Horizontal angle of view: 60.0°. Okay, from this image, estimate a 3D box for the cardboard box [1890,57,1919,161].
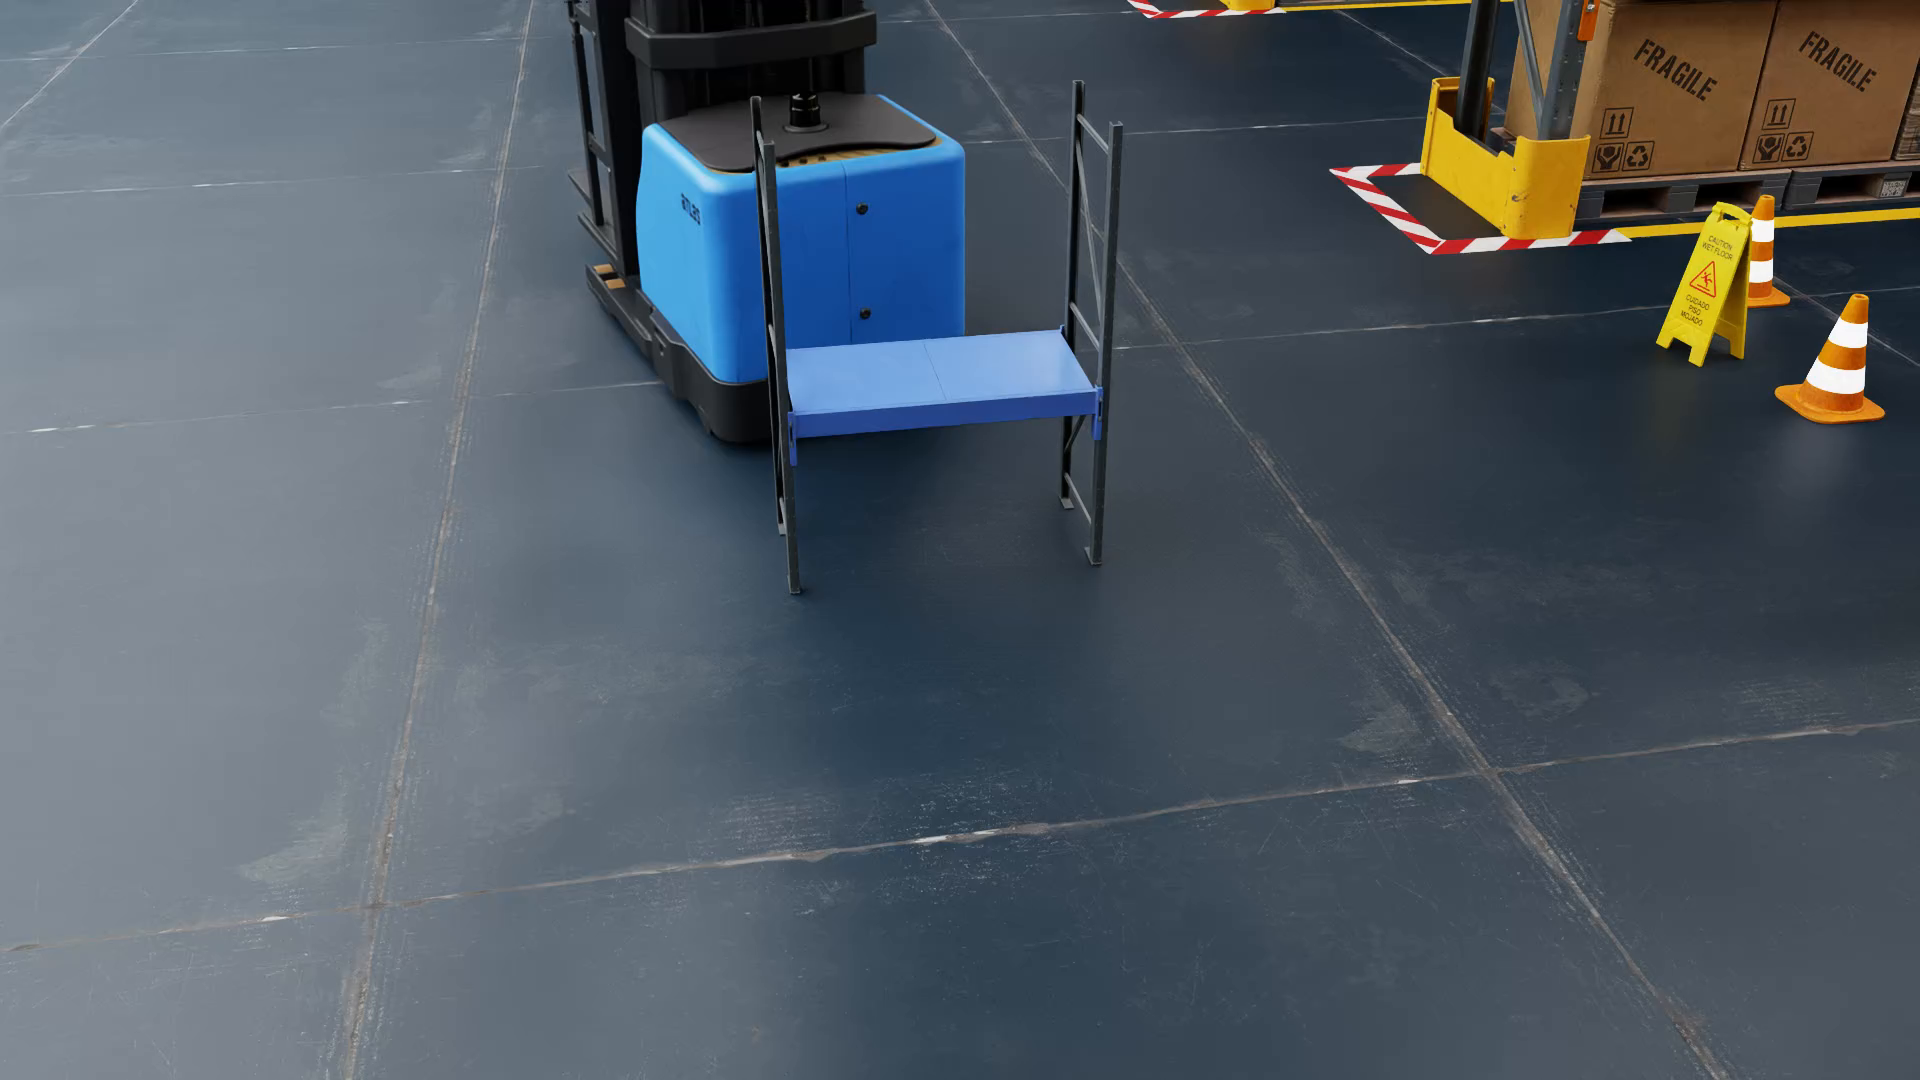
[{"bbox_3d":[5.257,-2.615,8.919,0.875,0.875,0.875,-5,31,-9],"label":"cardboard box"}]

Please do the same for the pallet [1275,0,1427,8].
[{"bbox_3d":[2.926,-4.435,13.084,1.213,0.211,1.003,-5,31,-9],"label":"pallet"}]

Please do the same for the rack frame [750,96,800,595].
[{"bbox_3d":[-0.584,-0.592,5.278,0.032,1.500,0.500,-5,31,-9],"label":"rack frame"}]

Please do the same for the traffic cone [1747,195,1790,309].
[{"bbox_3d":[3.617,-1.338,7.569,0.334,0.463,0.336,-5,31,-9],"label":"traffic cone"}]

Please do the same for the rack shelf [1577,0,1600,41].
[{"bbox_3d":[4.807,-2.963,8.540,4.000,0.370,1.077,-5,31,-9],"label":"rack shelf"}]

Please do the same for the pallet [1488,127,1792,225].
[{"bbox_3d":[3.612,-2.001,8.945,1.213,0.211,1.003,-5,31,-9],"label":"pallet"}]

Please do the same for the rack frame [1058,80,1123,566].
[{"bbox_3d":[0.416,-0.685,5.436,0.032,1.500,0.500,-5,31,-9],"label":"rack frame"}]

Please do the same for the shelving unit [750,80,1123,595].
[{"bbox_3d":[-0.084,-0.639,5.357,1.048,1.500,0.538,-5,31,-9],"label":"shelving unit"}]

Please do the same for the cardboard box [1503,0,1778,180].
[{"bbox_3d":[3.494,-2.451,8.641,0.875,0.875,0.875,-5,31,-9],"label":"cardboard box"}]

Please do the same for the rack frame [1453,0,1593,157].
[{"bbox_3d":[2.839,-3.091,8.047,0.127,3.000,1.000,-5,31,-9],"label":"rack frame"}]

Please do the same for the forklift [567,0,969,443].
[{"bbox_3d":[-1.056,-2.354,6.862,1.130,2.935,3.031,-14,33,-22],"label":"forklift"}]

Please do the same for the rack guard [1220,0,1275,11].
[{"bbox_3d":[2.120,-4.503,12.914,0.348,0.500,1.175,-5,31,-9],"label":"rack guard"}]

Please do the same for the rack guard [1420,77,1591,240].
[{"bbox_3d":[2.816,-2.011,8.677,0.348,0.500,1.175,-5,31,-9],"label":"rack guard"}]

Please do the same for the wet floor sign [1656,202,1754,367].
[{"bbox_3d":[3.167,-1.086,6.961,0.232,0.644,0.267,-11,32,-17],"label":"wet floor sign"}]

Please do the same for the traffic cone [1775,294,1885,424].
[{"bbox_3d":[3.487,-0.744,6.558,0.334,0.463,0.336,-5,31,-9],"label":"traffic cone"}]

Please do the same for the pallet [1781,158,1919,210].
[{"bbox_3d":[4.809,-2.111,9.131,1.213,0.211,1.003,-5,31,-9],"label":"pallet"}]

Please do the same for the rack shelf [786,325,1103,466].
[{"bbox_3d":[-0.084,-0.484,5.448,1.000,0.185,0.538,-5,31,-9],"label":"rack shelf"}]

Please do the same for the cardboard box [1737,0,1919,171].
[{"bbox_3d":[4.360,-2.532,8.779,0.875,0.875,0.875,-6,31,-10],"label":"cardboard box"}]
